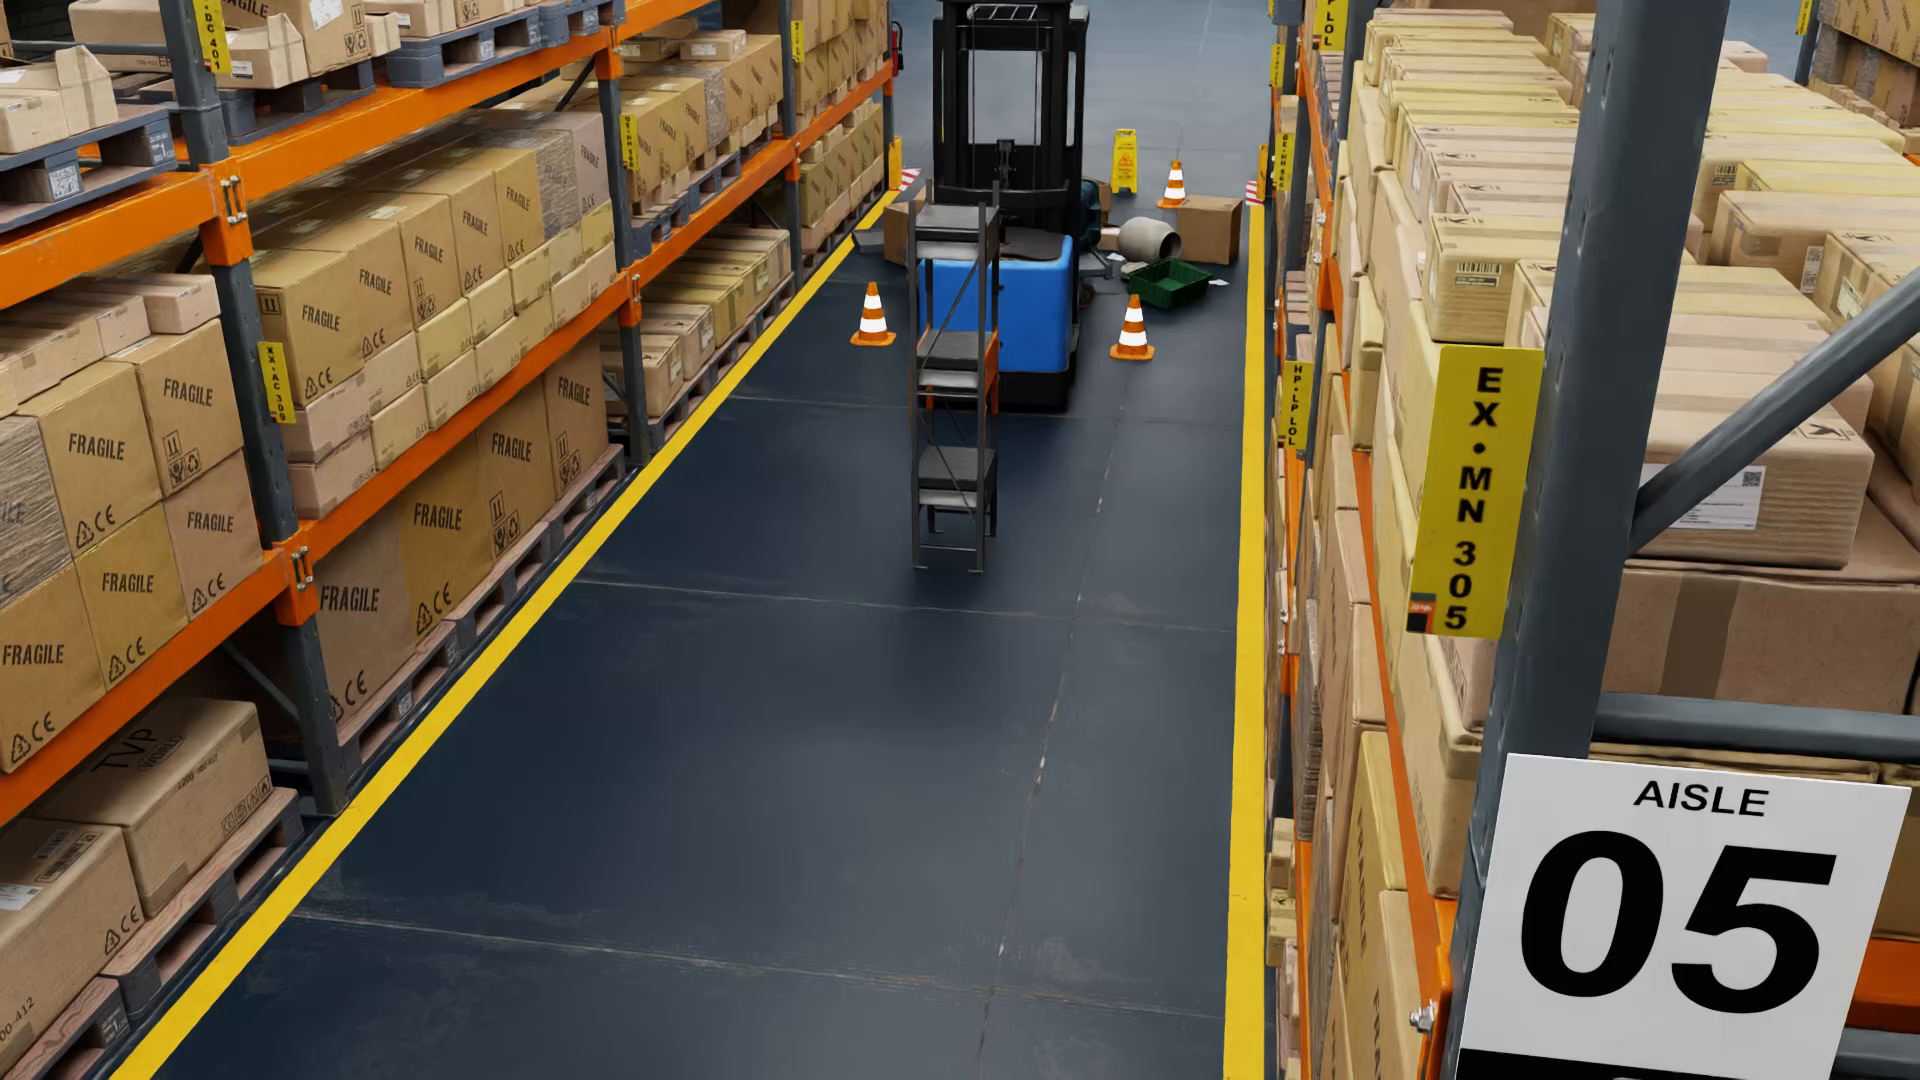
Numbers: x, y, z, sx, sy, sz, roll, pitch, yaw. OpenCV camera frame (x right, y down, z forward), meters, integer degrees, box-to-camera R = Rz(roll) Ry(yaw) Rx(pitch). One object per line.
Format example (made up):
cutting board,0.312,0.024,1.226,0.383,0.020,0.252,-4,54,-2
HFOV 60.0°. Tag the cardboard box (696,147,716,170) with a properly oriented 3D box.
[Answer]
cardboard box,-1.969,-2.757,11.903,0.380,0.149,0.250,5,26,10

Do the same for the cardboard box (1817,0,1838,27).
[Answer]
cardboard box,8.208,-4.966,15.173,0.500,0.500,0.500,4,25,9

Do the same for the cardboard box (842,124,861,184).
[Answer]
cardboard box,-1.255,-3.733,16.051,0.500,0.500,0.500,3,25,7

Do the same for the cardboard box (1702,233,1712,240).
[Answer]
cardboard box,1.663,-0.562,3.460,0.500,0.250,0.500,3,25,7

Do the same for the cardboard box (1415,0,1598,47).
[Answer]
cardboard box,1.899,-1.656,5.598,0.700,0.500,0.500,4,25,9

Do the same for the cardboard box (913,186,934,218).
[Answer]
cardboard box,-0.103,-2.658,13.946,0.500,0.500,0.500,4,25,9

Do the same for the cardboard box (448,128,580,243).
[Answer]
cardboard box,-2.419,-1.934,9.045,0.500,0.500,0.500,4,25,9

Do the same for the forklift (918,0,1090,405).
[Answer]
forklift,0.375,-2.858,12.399,1.130,2.935,3.031,3,25,5

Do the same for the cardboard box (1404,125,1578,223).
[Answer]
cardboard box,1.113,-0.737,3.366,0.380,0.149,0.250,3,25,7

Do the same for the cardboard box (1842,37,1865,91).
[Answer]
cardboard box,8.487,-4.279,14.884,0.875,0.500,0.500,4,25,9

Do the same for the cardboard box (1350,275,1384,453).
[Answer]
cardboard box,1.127,-0.382,3.666,0.500,0.250,0.500,5,26,11

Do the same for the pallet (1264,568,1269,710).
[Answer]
pallet,2.052,0.514,8.403,1.003,0.211,1.213,4,25,9

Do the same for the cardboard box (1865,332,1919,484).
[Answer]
cardboard box,1.412,-0.161,2.134,0.380,0.149,0.250,5,26,11

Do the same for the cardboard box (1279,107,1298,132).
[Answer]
cardboard box,2.603,-2.890,12.268,0.500,0.500,0.500,4,25,9

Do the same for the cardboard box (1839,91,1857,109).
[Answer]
cardboard box,8.101,-3.911,14.863,0.380,0.149,0.250,4,25,9

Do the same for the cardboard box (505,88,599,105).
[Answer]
cardboard box,-2.644,-2.682,10.976,0.500,0.500,0.500,4,25,8

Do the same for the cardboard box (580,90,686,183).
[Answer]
cardboard box,-2.137,-2.646,10.900,0.500,0.500,0.500,5,26,11

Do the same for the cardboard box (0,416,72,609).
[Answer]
cardboard box,-3.141,-0.068,5.061,0.500,0.500,0.500,4,25,9

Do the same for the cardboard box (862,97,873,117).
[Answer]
cardboard box,-1.077,-4.298,16.492,0.380,0.149,0.250,5,26,10

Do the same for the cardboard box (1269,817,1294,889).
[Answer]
cardboard box,1.354,1.184,6.198,0.380,0.149,0.250,5,26,11

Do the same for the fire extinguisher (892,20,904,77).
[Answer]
fire extinguisher,-0.737,-5.212,17.437,0.296,0.674,0.183,4,25,9

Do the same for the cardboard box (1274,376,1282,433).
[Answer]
cardboard box,2.031,-0.710,9.298,0.500,0.250,0.500,3,25,6

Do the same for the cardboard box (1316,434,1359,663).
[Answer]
cardboard box,1.232,0.054,4.448,0.500,0.500,0.500,4,25,9

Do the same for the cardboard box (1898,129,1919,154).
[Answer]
cardboard box,7.740,-3.184,13.311,0.380,0.149,0.250,4,25,9

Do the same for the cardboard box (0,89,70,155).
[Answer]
cardboard box,-3.003,-1.292,5.118,0.380,0.149,0.250,5,25,10

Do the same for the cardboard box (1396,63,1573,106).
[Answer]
cardboard box,1.270,-1.069,4.073,0.380,0.149,0.250,3,25,7

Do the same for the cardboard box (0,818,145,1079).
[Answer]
cardboard box,-3.525,1.388,5.774,0.875,0.438,0.875,3,25,7

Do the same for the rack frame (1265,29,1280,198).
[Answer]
rack frame,3.690,-4.930,16.744,1.000,3.000,0.127,4,25,9

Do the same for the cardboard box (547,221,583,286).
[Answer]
cardboard box,-2.426,-1.609,9.236,0.500,0.250,0.500,3,25,7

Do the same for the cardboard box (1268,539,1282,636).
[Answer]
cardboard box,1.774,0.275,8.078,0.500,0.500,0.500,3,25,7

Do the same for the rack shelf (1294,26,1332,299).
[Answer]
rack shelf,2.056,-1.781,7.326,1.077,0.370,4.000,4,25,9

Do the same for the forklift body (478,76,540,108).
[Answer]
forklift body,-4.618,-4.269,16.334,2.313,2.155,1.214,4,25,9

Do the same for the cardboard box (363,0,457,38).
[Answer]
cardboard box,-2.527,-2.440,7.549,0.396,0.266,0.258,6,26,13

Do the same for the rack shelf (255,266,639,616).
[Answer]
rack shelf,-2.844,-0.723,8.604,1.077,0.370,4.000,4,25,9

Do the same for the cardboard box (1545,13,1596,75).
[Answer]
cardboard box,1.948,-1.459,4.908,0.380,0.149,0.250,3,25,6

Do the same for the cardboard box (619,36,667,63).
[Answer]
cardboard box,-2.365,-3.588,12.148,0.380,0.149,0.250,5,26,11

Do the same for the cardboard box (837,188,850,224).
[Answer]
cardboard box,-1.341,-3.177,15.747,0.500,0.250,0.500,4,25,8

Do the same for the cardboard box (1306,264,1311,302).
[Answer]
cardboard box,2.066,-1.375,8.951,0.380,0.149,0.250,5,26,11

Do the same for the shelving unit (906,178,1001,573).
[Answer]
shelving unit,-0.027,-0.882,9.157,0.431,2.100,0.503,4,25,9

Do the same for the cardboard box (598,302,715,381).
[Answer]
cardboard box,-2.302,-1.430,11.871,0.950,0.372,0.625,4,25,8

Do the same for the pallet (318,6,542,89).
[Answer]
pallet,-2.750,-2.417,8.060,1.003,0.211,1.213,5,26,11

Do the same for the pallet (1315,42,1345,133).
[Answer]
pallet,2.101,-1.870,6.889,1.213,0.211,1.003,4,25,9

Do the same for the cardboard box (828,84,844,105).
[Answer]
cardboard box,-1.277,-4.088,15.242,0.380,0.149,0.250,4,25,9

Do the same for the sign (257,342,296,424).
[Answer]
sign,-2.623,-0.602,6.384,0.100,0.325,0.005,4,25,9

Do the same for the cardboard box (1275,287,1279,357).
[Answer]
cardboard box,2.862,-1.759,12.129,1.050,0.750,0.750,4,25,9

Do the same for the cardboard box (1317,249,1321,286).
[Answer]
cardboard box,1.944,-1.311,8.113,0.380,0.149,0.250,5,26,11

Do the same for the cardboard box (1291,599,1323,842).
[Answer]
cardboard box,1.208,0.514,4.645,0.500,0.500,0.500,3,25,7

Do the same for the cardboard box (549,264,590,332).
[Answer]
cardboard box,-2.412,-1.373,9.321,0.500,0.250,0.500,4,25,9

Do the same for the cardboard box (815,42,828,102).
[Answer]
cardboard box,-1.458,-4.114,14.532,0.500,0.500,0.500,4,25,8

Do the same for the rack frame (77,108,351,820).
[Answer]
rack frame,-3.171,-0.212,6.665,1.000,3.000,0.127,4,25,9

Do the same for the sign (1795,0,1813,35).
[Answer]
sign,8.032,-4.974,15.817,0.100,0.325,0.005,4,25,9

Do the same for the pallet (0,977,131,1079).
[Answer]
pallet,-3.570,1.875,5.495,1.003,0.211,1.213,4,25,9

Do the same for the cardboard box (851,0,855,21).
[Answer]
cardboard box,-1.368,-5.004,15.255,0.700,0.500,0.500,4,25,8
